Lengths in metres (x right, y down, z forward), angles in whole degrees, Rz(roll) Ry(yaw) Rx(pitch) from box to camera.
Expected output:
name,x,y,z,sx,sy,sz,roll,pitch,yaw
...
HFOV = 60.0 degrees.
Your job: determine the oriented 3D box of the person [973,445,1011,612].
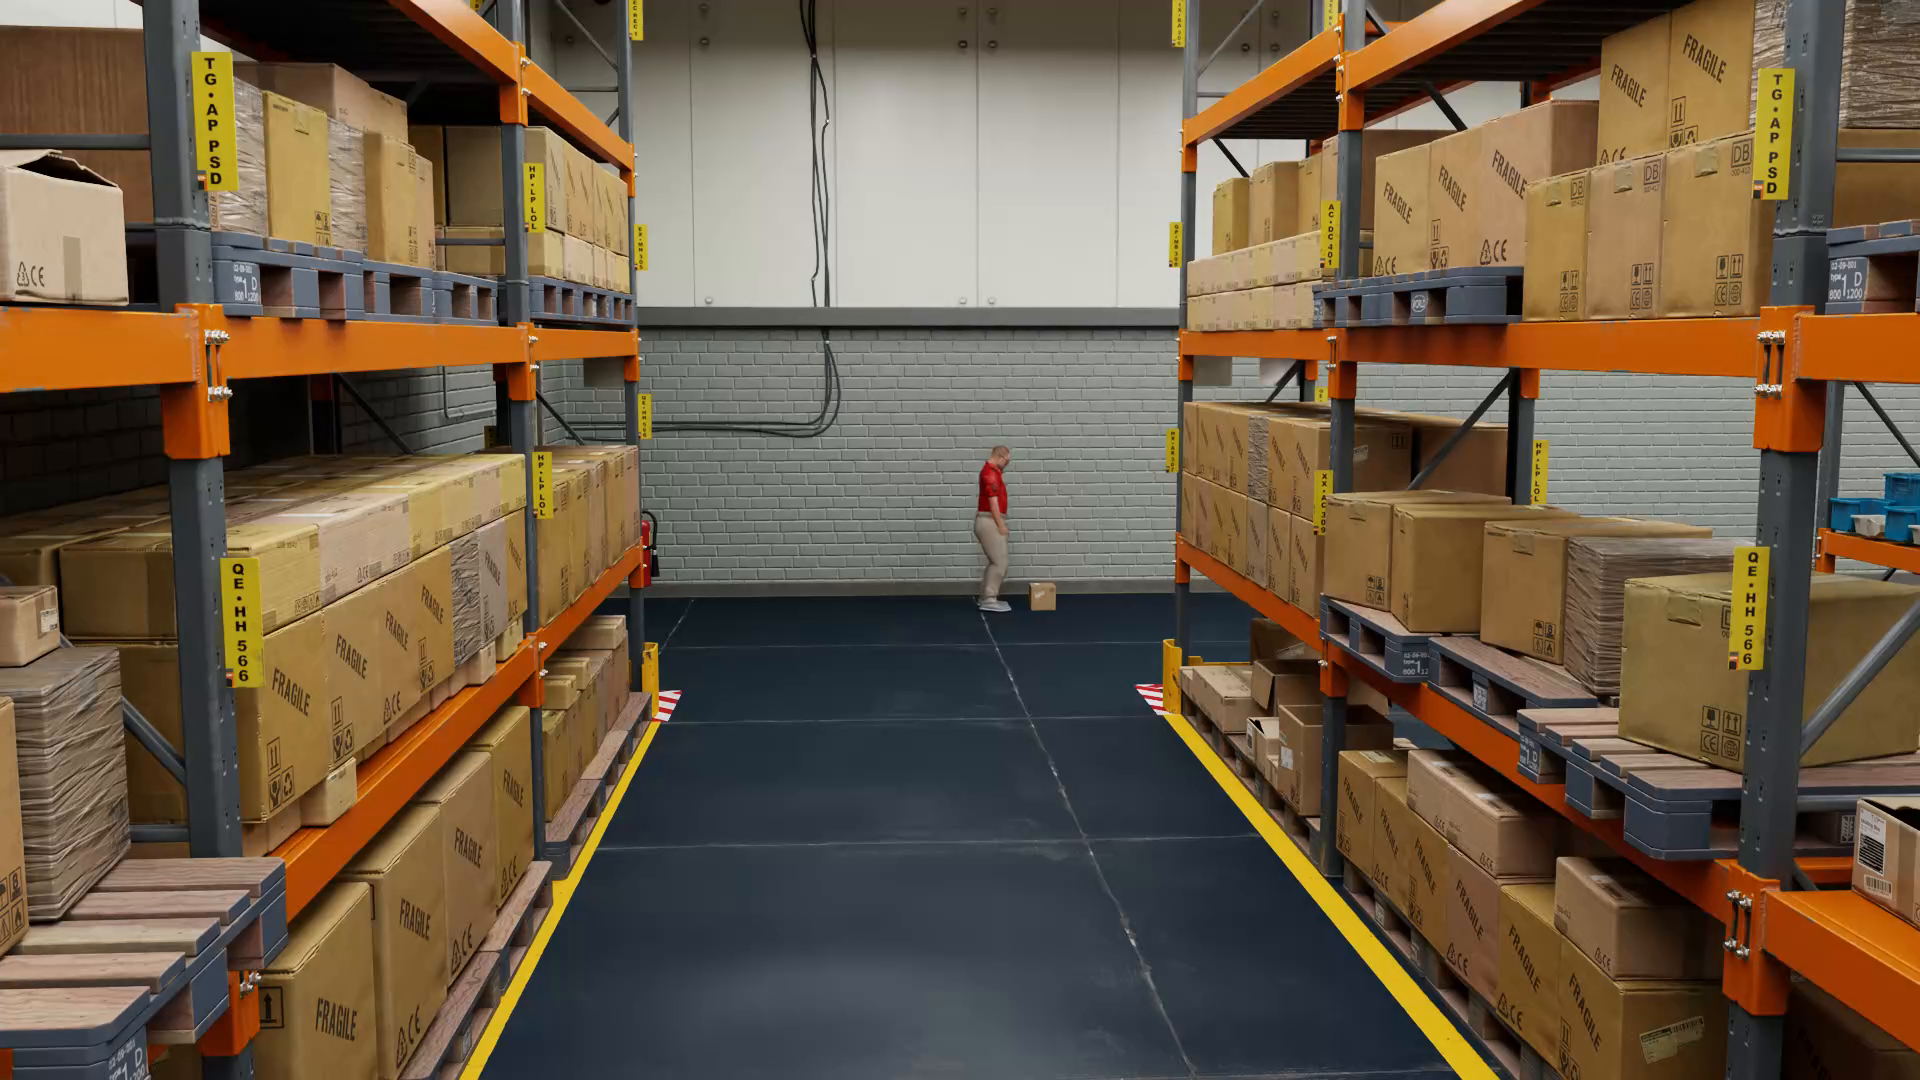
name,x,y,z,sx,sy,sz,roll,pitch,yaw
person,0.350,-0.125,17.064,0.381,1.694,0.550,0,7,-2
